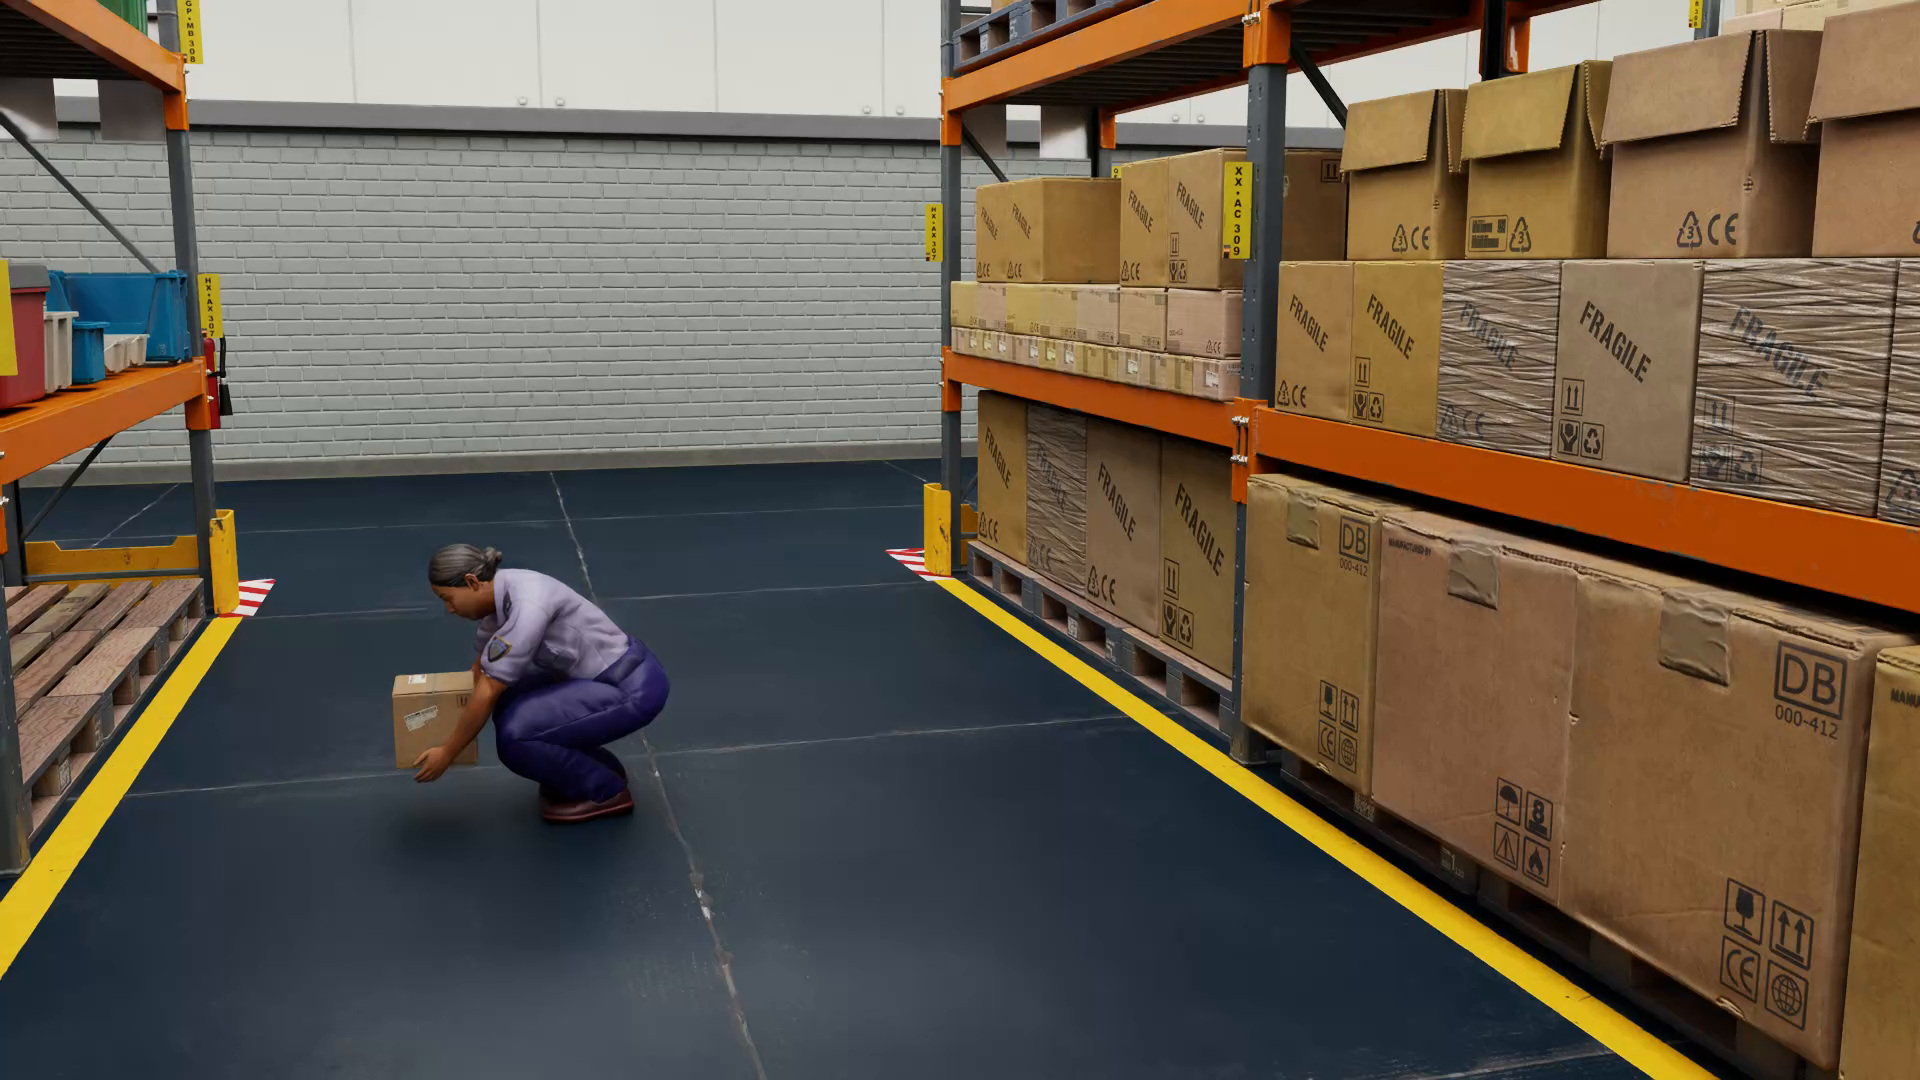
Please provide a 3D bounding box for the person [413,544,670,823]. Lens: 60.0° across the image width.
[{"bbox_3d":[-1.382,0.447,5.485,0.828,0.923,0.528,-3,10,-16],"label":"person"}]
